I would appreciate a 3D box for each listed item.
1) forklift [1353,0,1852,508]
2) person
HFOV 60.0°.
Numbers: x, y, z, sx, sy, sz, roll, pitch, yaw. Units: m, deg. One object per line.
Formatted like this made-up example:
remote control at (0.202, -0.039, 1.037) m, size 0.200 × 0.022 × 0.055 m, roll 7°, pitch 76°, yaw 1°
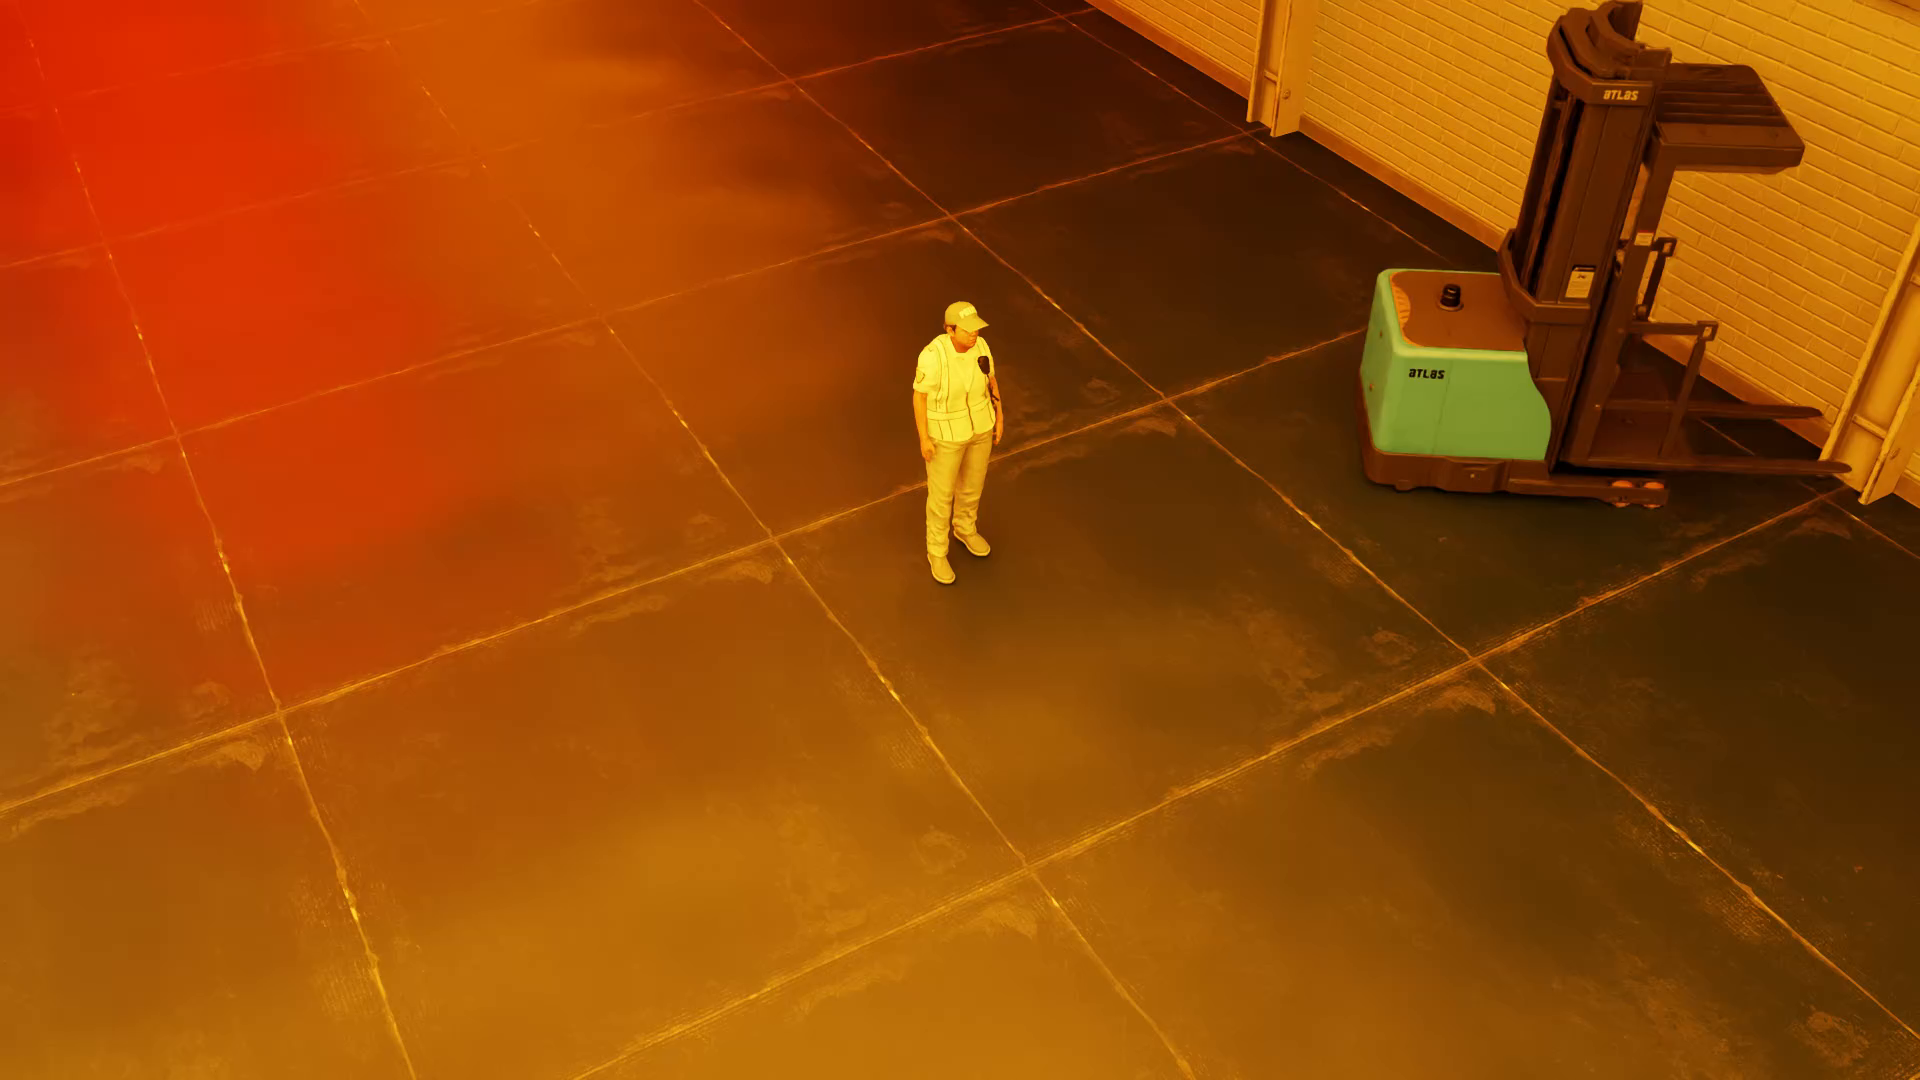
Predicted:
forklift at (4.162, -1.687, 10.070) m, size 3.031 × 2.935 × 1.130 m, roll 3°, pitch 40°, yaw 4°
person at (0.018, -0.597, 9.736) m, size 0.598 × 1.670 × 0.529 m, roll -20°, pitch 44°, yaw -23°
